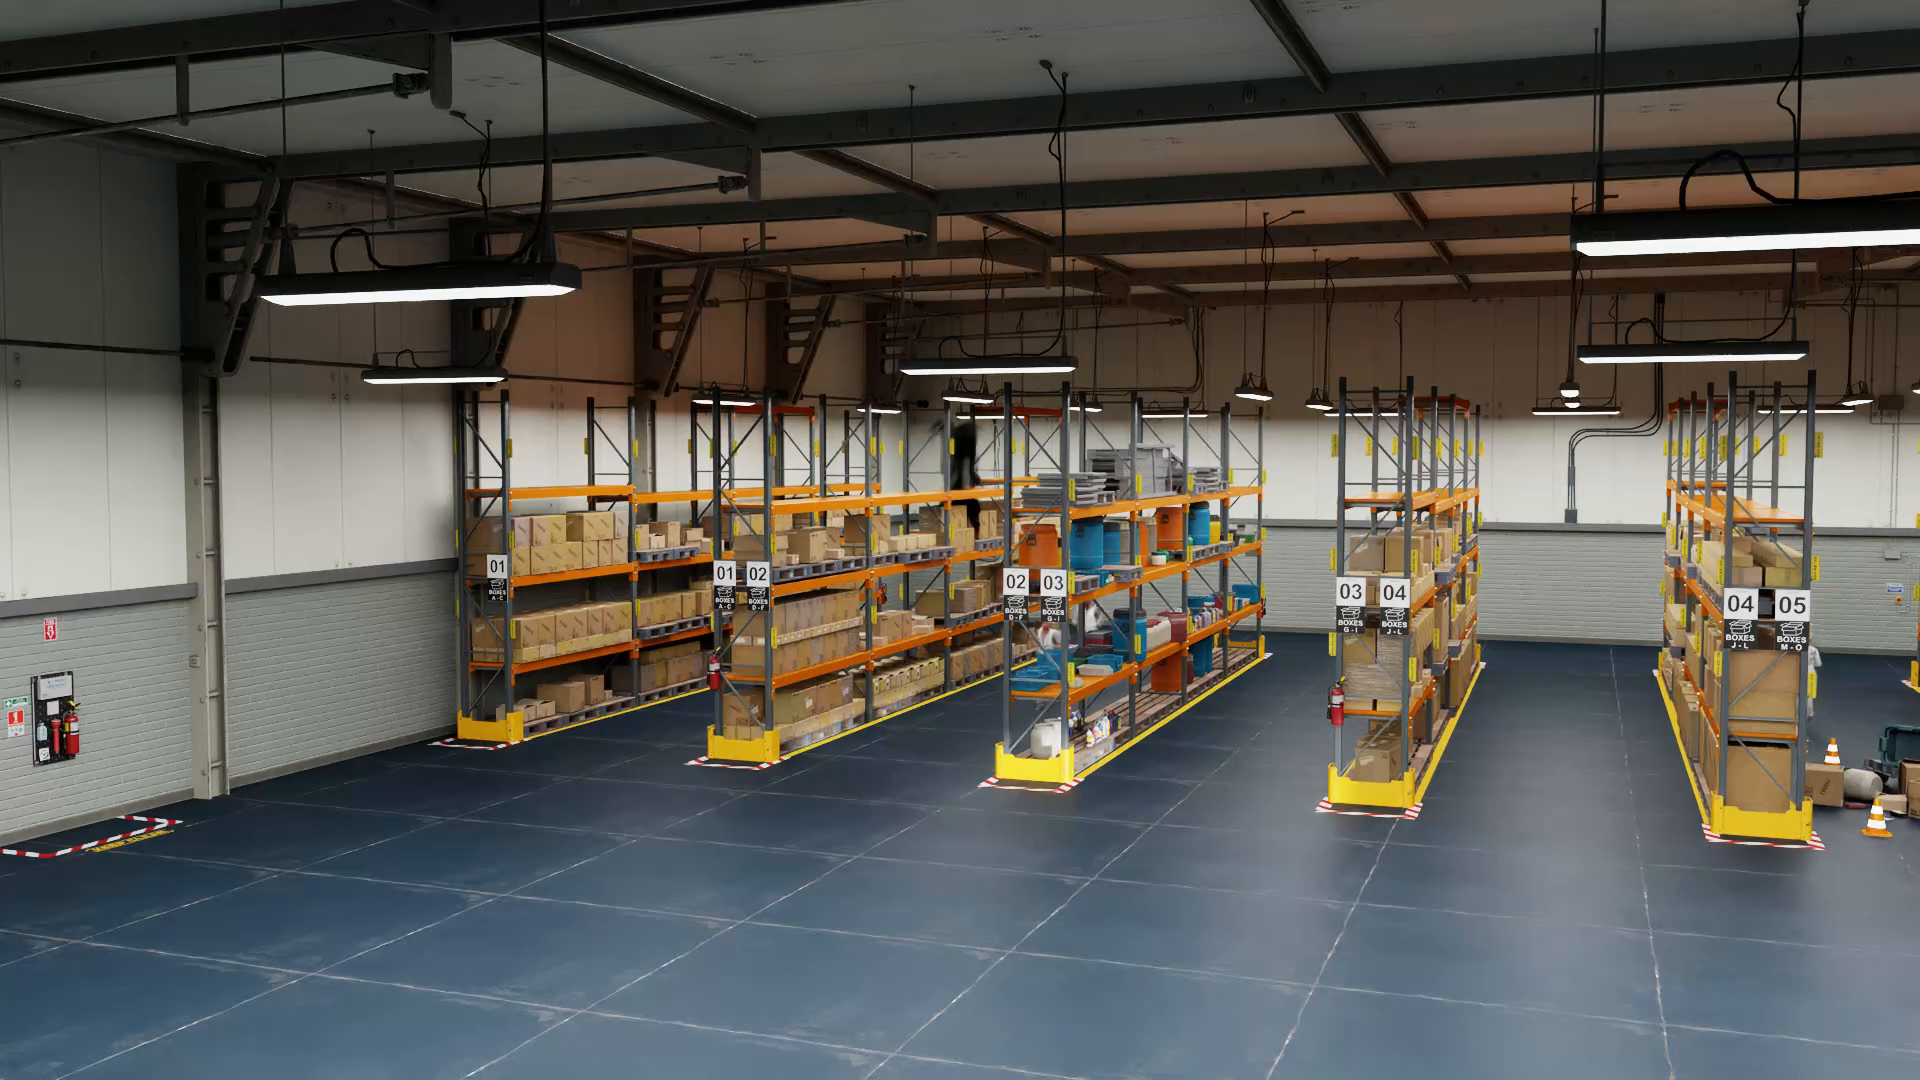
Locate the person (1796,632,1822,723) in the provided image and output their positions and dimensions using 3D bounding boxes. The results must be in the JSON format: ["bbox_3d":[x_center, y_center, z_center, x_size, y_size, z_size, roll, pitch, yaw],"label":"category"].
[{"bbox_3d":[15.238,2.492,30.045,0.609,1.722,0.904,1,3,15],"label":"person"}]

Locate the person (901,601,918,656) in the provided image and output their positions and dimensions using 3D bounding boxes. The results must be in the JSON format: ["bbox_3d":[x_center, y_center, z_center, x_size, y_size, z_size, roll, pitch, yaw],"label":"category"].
[{"bbox_3d":[-1.076,2.148,37.872,0.611,1.627,0.946,2,4,28],"label":"person"}]

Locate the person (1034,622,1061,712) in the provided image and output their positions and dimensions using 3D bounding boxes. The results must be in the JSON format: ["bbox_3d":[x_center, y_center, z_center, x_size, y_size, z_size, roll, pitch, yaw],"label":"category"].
[{"bbox_3d":[1.736,2.362,32.073,0.608,1.840,1.065,1,3,21],"label":"person"}]

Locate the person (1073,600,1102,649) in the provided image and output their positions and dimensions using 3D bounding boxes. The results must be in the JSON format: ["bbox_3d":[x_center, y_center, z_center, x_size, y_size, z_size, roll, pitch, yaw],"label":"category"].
[{"bbox_3d":[2.860,2.076,37.455,0.669,1.733,0.760,1,3,13],"label":"person"}]
